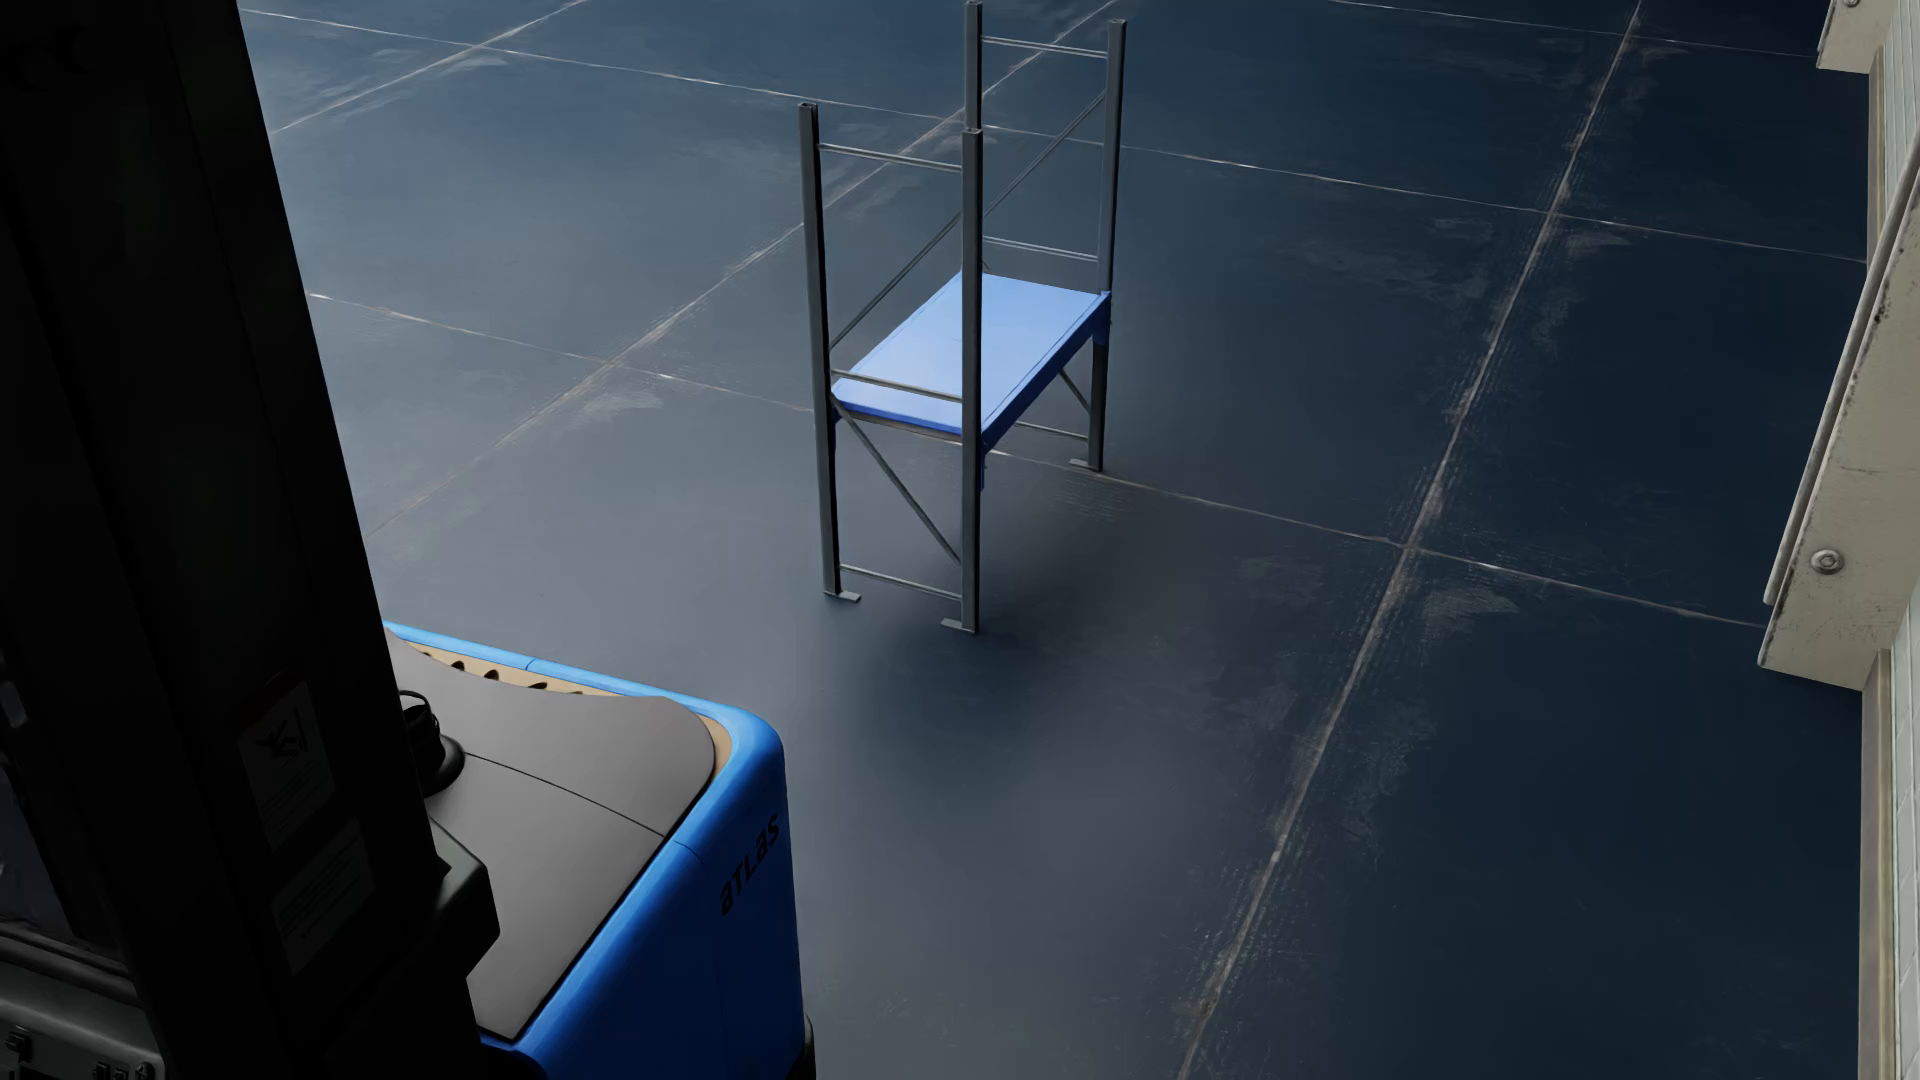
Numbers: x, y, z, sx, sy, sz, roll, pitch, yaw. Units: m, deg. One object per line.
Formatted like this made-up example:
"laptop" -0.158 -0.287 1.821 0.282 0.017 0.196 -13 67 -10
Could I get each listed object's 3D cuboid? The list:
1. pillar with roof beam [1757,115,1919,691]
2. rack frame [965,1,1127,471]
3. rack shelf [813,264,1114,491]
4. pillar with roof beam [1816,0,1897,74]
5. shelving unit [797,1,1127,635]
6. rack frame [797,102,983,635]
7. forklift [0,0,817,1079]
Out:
"pillar with roof beam" -1.431 -4.457 3.841 9.100 9.000 0.400 14 36 20
"rack frame" 0.248 -0.923 5.290 0.500 1.500 0.032 14 36 20
"rack shelf" 0.036 -0.519 5.002 0.538 0.185 1.000 14 36 20
"pillar with roof beam" 1.079 -7.445 8.398 9.100 9.000 0.400 14 36 20
"shelving unit" 0.036 -0.670 4.904 0.538 1.500 1.048 14 36 20
"rack frame" -0.177 -0.417 4.517 0.500 1.500 0.032 14 36 20
"forklift" -1.278 0.638 1.605 1.130 2.935 3.031 12 35 17
